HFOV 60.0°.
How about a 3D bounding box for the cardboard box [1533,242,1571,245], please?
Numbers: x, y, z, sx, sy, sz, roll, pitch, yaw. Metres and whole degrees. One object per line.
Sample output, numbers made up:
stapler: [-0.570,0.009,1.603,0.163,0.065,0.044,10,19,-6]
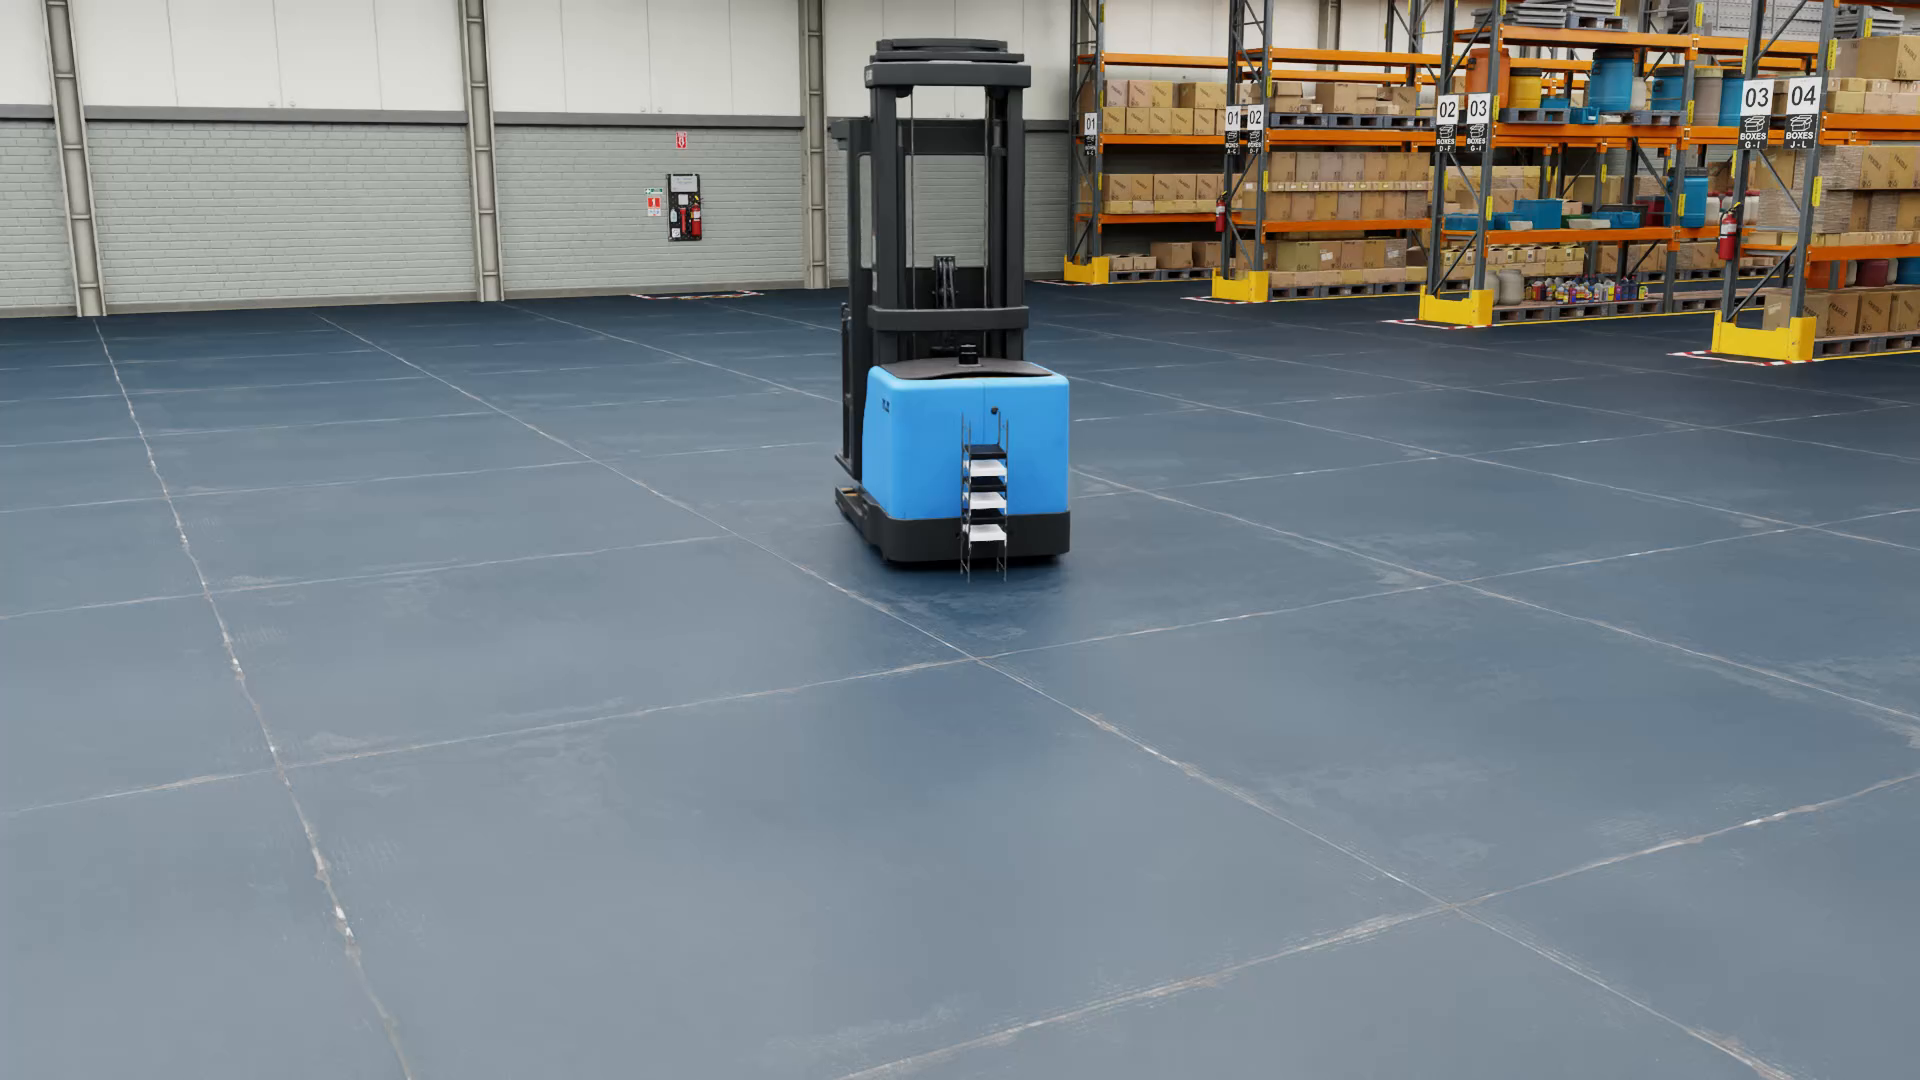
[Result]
cardboard box: [13.646,-6.835,38.386,0.500,0.500,0.700,-7,14,-27]

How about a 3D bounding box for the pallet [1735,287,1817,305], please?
pallet: [13.478,-4.026,27.519,1.213,0.211,1.003,-7,14,-28]

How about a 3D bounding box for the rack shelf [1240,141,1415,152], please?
rack shelf: [7.674,-8.272,34.841,4.000,0.370,1.077,-7,14,-28]

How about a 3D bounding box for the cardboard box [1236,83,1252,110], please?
cardboard box: [5.609,-8.854,33.237,0.500,0.500,0.500,-8,15,-33]

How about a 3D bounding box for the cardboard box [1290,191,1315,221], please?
cardboard box: [5.659,-5.726,28.492,0.500,0.500,0.700,-6,14,-26]

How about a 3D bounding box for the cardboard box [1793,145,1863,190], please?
cardboard box: [10.141,-4.352,19.432,0.500,0.500,0.500,-7,14,-28]

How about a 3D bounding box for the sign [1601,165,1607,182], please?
sign: [12.075,-6.874,31.185,0.005,0.325,0.100,-7,14,-28]

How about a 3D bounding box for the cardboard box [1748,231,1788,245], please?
cardboard box: [9.679,-3.612,19.899,0.250,0.149,0.380,-7,14,-28]

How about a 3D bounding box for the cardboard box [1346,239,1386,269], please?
cardboard box: [7.111,-5.030,29.225,0.500,0.500,0.500,-7,14,-28]

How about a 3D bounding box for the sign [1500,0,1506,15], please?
sign: [7.414,-7.338,22.694,0.005,0.325,0.100,-7,14,-28]

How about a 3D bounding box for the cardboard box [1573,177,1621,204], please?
cardboard box: [12.305,-6.757,32.119,0.700,0.500,0.500,11,17,41]

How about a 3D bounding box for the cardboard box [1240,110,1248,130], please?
cardboard box: [5.591,-8.370,33.365,0.500,0.500,0.500,-6,14,-26]

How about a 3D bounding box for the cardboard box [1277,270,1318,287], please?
cardboard box: [5.799,-4.504,28.599,0.500,0.250,0.500,-7,14,-28]

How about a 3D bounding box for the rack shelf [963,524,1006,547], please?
rack shelf: [0.130,-0.028,9.127,0.200,0.077,0.258,-2,15,-10]

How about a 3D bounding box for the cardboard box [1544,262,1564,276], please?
cardboard box: [11.010,-5.122,31.343,0.500,0.250,0.500,-7,14,-29]

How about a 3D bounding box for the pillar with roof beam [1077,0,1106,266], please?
pillar with roof beam: [4.670,-8.866,29.009,0.400,9.000,9.100,-7,14,-28]

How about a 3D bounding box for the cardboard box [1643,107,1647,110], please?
cardboard box: [12.621,-8.034,31.916,0.500,0.500,0.910,-7,14,-28]

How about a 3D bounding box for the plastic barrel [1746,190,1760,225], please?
plastic barrel: [12.634,-5.287,26.462,0.433,0.535,0.433,0,13,0]

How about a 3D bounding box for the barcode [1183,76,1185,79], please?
barcode: [4.492,-9.276,33.337,0.075,0.075,0.001,-7,14,-28]

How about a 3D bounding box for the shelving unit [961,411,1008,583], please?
shelving unit: [0.131,-0.234,9.071,0.210,0.900,0.258,-2,15,-10]

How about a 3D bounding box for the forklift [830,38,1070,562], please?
forklift: [-0.199,-1.582,10.461,1.130,2.935,3.031,-3,13,-12]

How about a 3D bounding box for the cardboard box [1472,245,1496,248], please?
cardboard box: [9.849,-5.390,31.256,0.500,0.311,0.500,-7,14,-29]

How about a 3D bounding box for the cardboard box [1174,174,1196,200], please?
cardboard box: [4.313,-6.983,32.894,0.500,0.500,0.500,-6,14,-26]

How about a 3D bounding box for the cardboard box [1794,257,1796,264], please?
cardboard box: [17.621,-5.932,34.895,0.500,0.250,0.500,-7,14,-28]

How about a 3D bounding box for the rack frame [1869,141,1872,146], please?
rack frame: [18.828,-7.257,35.525,0.127,3.000,1.000,-7,14,-28]

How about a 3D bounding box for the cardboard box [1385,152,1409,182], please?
cardboard box: [7.466,-6.575,29.312,0.500,0.500,0.700,-7,14,-28]

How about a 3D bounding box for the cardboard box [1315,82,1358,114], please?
cardboard box: [6.373,-7.482,28.186,0.500,0.500,0.500,-7,14,-28]

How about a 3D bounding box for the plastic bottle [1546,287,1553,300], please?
plastic bottle: [8.989,-3.760,25.357,0.097,0.201,0.097,0,13,0]

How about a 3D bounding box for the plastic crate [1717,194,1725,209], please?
plastic crate: [12.611,-5.381,27.042,0.583,0.464,0.402,-7,14,-28]

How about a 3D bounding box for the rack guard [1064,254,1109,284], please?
rack guard: [2.474,-5.317,32.596,0.348,0.500,1.175,-7,14,-28]

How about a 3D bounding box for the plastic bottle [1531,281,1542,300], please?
plastic bottle: [8.791,-3.804,25.382,0.135,0.276,0.152,-7,14,-27]

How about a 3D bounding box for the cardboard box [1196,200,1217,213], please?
cardboard box: [4.772,-6.671,33.215,0.500,0.250,0.500,-7,14,-28]

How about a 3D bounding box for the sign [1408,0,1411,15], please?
sign: [8.025,-9.519,29.605,0.005,0.325,0.100,-7,14,-28]

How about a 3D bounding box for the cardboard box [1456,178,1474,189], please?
cardboard box: [10.878,-7.681,36.456,0.500,0.500,0.500,-7,14,-28]

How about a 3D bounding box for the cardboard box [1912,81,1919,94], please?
cardboard box: [11.235,-5.399,19.871,0.250,0.149,0.380,-7,14,-28]

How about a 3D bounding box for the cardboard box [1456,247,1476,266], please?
cardboard box: [9.219,-5.179,30.319,0.500,0.311,0.500,-7,14,-29]

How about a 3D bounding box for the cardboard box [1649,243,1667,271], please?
cardboard box: [13.698,-5.568,32.708,0.500,0.500,0.500,-7,15,-30]

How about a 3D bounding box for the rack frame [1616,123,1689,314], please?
rack frame: [10.665,-5.040,25.672,0.127,3.000,1.000,-7,14,-28]

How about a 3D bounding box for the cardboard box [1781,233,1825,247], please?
cardboard box: [9.892,-3.526,19.518,0.250,0.149,0.380,-7,14,-28]

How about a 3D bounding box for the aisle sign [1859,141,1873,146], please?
aisle sign: [19.035,-8.474,35.009,0.004,0.787,0.394,-7,14,-28]

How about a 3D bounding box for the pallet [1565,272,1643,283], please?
pallet: [12.480,-5.127,32.408,1.213,0.211,1.003,-7,14,-28]

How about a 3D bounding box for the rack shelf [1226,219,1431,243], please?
rack shelf: [6.540,-5.434,29.060,4.000,0.370,1.077,-7,14,-28]

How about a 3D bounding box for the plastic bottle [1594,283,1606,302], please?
plastic bottle: [9.642,-3.732,25.062,0.135,0.276,0.152,-7,14,-27]

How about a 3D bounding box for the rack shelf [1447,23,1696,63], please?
rack shelf: [8.910,-7.210,24.202,4.000,0.370,1.077,-7,14,-28]

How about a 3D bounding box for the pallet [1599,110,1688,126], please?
pallet: [10.079,-6.317,24.943,1.003,0.211,1.213,-7,14,-28]

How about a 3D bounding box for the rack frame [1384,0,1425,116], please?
rack frame: [9.429,-10.297,35.367,0.127,3.000,1.000,-7,14,-28]

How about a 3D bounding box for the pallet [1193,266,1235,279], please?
pallet: [5.346,-5.511,34.118,1.213,0.211,1.003,-7,14,-28]

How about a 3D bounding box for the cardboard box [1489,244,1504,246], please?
cardboard box: [11.653,-6.759,37.252,0.750,0.750,0.750,-6,14,-26]

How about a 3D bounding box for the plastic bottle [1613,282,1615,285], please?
plastic bottle: [9.977,-3.808,25.401,0.135,0.276,0.152,-7,14,-28]

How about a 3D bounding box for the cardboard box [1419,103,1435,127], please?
cardboard box: [9.819,-9.158,35.909,0.500,0.500,0.700,-8,15,-32]

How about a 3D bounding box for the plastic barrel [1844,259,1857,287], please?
plastic barrel: [15.050,-4.583,28.353,0.421,0.512,0.421,0,13,0]

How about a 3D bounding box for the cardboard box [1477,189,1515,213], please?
cardboard box: [9.879,-6.230,30.730,0.500,0.500,0.500,-7,14,-28]

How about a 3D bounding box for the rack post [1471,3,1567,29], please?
rack post: [7.879,-7.357,23.443,0.954,0.300,0.937,-5,14,-22]

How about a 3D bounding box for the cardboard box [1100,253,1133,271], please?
cardboard box: [3.058,-5.487,32.779,0.500,0.311,0.500,-9,15,-34]

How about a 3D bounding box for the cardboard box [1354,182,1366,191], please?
cardboard box: [6.812,-6.129,28.804,0.250,0.149,0.380,-6,14,-26]
